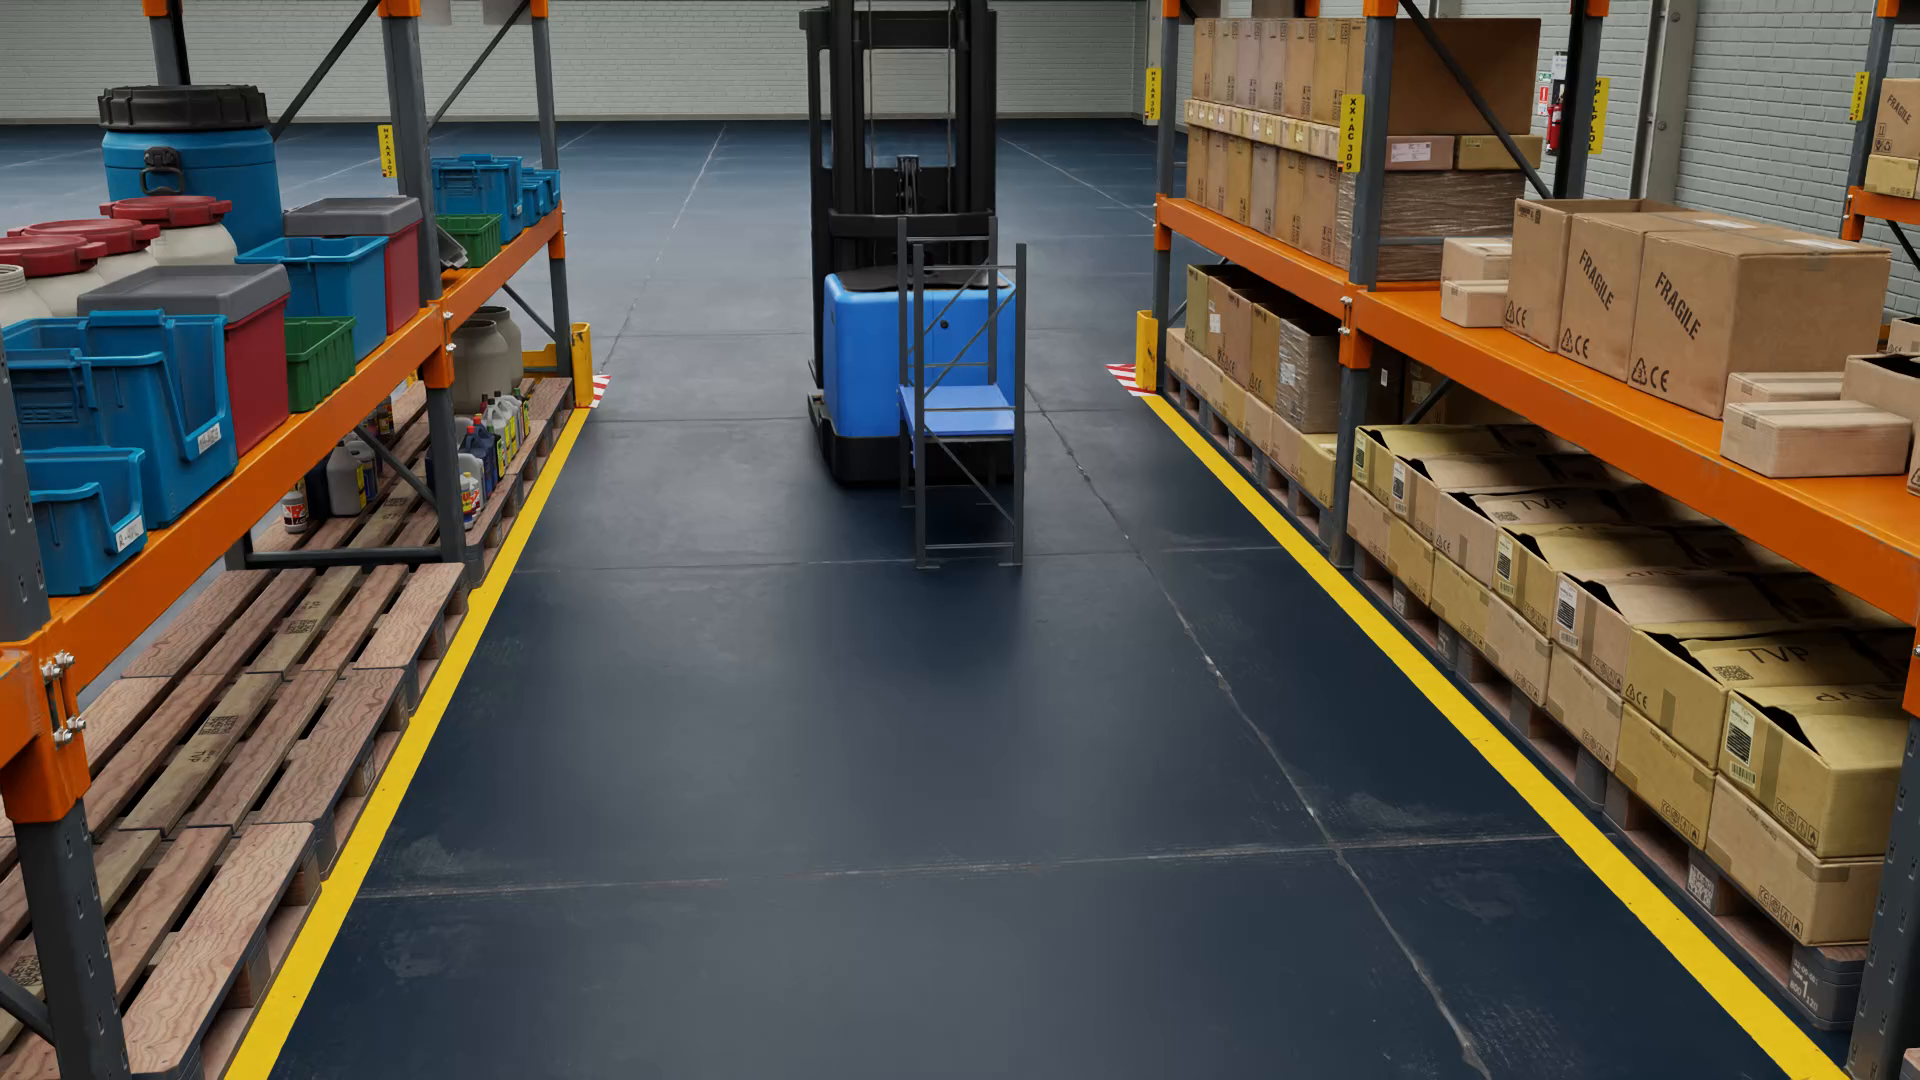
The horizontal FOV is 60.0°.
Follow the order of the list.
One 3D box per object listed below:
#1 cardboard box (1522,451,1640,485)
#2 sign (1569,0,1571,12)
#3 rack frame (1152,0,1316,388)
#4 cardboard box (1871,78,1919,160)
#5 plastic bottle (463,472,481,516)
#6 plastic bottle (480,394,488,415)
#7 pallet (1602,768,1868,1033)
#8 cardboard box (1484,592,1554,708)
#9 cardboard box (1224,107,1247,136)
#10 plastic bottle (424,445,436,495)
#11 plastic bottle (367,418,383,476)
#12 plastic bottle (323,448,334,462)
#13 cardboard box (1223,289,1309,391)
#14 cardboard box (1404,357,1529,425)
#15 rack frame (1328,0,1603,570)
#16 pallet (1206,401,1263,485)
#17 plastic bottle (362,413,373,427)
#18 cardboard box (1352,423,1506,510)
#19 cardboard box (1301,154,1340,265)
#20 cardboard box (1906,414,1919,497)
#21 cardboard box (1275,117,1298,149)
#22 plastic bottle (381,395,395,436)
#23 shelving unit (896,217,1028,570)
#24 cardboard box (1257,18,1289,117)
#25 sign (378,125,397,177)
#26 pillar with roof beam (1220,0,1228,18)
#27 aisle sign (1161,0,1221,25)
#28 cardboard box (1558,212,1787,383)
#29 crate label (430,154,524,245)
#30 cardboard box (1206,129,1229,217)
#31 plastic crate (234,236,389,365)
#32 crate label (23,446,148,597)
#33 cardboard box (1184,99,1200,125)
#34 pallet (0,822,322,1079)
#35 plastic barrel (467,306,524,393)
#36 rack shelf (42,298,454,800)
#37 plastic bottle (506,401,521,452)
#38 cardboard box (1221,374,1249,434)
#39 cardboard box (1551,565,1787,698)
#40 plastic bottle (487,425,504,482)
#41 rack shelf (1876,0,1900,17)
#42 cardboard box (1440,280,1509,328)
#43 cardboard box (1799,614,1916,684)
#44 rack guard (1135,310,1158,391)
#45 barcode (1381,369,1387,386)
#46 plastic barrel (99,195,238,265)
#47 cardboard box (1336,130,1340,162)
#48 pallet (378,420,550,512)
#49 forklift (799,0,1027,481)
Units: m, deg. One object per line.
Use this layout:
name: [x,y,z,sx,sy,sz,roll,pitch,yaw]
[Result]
cardboard box: [2.629,-0.213,6.802,0.500,0.311,0.500,-1,17,-4]
sign: [6.951,-6.124,18.807,0.001,0.298,0.199,-2,18,-6]
rack frame: [1.829,-2.516,11.182,1.000,3.000,0.127,-2,18,-6]
cardboard box: [6.506,-2.814,11.098,0.500,0.500,0.500,-2,18,-6]
plastic bottle: [-2.303,-0.216,7.794,0.097,0.201,0.097,0,17,0]
plastic bottle: [-2.580,-0.665,9.086,0.061,0.283,0.133,-2,18,-6]
pallet: [2.608,0.952,4.793,1.003,0.211,1.213,-2,18,-6]
cardboard box: [2.196,0.374,5.869,0.500,0.250,0.500,-1,17,-5]
cardboard box: [1.764,-2.442,9.697,0.380,0.149,0.250,-2,18,-7]
plastic bottle: [-2.499,-0.367,8.026,0.144,0.351,0.185,-2,18,-6]
plastic bottle: [-2.999,-0.474,8.480,0.061,0.283,0.133,-2,18,-6]
plastic bottle: [-3.058,-0.358,7.998,0.144,0.351,0.185,-3,18,-8]
cardboard box: [1.815,-1.148,9.464,0.500,0.500,0.500,-2,18,-6]
cardboard box: [2.505,-0.718,8.094,0.500,0.500,0.500,-2,18,-6]
rack frame: [2.242,-1.324,7.386,1.000,3.000,0.127,-2,18,-6]
pallet: [2.072,-0.596,9.723,1.003,0.211,1.213,-2,18,-6]
plastic bottle: [-3.175,-0.590,8.869,0.097,0.271,0.097,0,17,0]
cardboard box: [2.037,-0.349,7.234,0.500,0.311,0.500,-2,18,-5]
cardboard box: [2.129,-1.661,8.291,0.700,0.500,0.500,-2,18,-6]
cardboard box: [2.660,-0.199,3.953,0.500,0.311,0.500,-1,17,-2]
cardboard box: [1.871,-2.134,8.716,0.380,0.149,0.250,-1,17,-4]
plastic bottle: [-3.221,-0.722,9.290,0.097,0.271,0.097,0,17,0]
shelving unit: [-0.009,-0.741,8.033,0.538,1.500,1.048,-2,18,-6]
cardboard box: [2.034,-2.571,9.026,0.700,0.500,0.500,-2,18,-6]
sign: [-3.646,-2.480,10.607,0.100,0.325,0.005,-2,18,-6]
pillar with roof beam: [0.931,-12.368,32.548,9.100,9.000,0.400,-2,18,-6]
aisle sign: [1.518,-3.766,10.825,0.394,0.787,0.004,-2,18,-6]
cardboard box: [2.411,-0.836,5.665,0.500,0.500,0.500,-2,18,-6]
crate label: [-2.639,-1.841,8.973,0.502,0.435,0.616,-2,18,-6]
cardboard box: [1.924,-2.267,10.225,0.700,0.500,0.500,-1,17,-4]
plastic crate: [-2.262,-0.845,5.888,0.392,0.384,0.575,-2,18,-6]
crate label: [-1.944,-0.037,3.568,0.303,0.233,0.416,-2,18,-6]
cardboard box: [1.656,-2.749,10.676,0.380,0.149,0.250,-2,18,-6]
pallet: [-2.314,1.118,4.263,1.003,0.211,1.213,-2,18,-6]
plastic barrel: [-2.954,-1.183,10.391,0.421,0.512,0.421,0,17,0]
rack shelf: [-2.479,-0.233,5.112,1.077,0.370,4.000,-2,18,-6]
plastic bottle: [-2.460,-0.623,8.967,0.152,0.276,0.135,-2,18,-7]
cardboard box: [1.816,-0.790,9.577,0.500,0.250,0.500,-2,18,-6]
cardboard box: [2.246,0.258,5.300,0.500,0.311,0.500,-2,18,-6]
plastic bottle: [-2.351,-0.446,8.390,0.061,0.283,0.133,-1,17,-3]
rack shelf: [6.962,-3.162,9.434,1.077,0.370,4.000,-2,18,-6]
cardboard box: [2.130,-0.934,6.563,0.380,0.149,0.250,-2,18,-6]
cardboard box: [2.830,0.390,4.879,0.500,0.311,0.500,-2,18,-7]
rack guard: [1.827,-1.330,11.579,1.175,0.500,0.348,-2,18,-6]
barcode: [1.854,-0.710,7.268,0.001,0.075,0.075,-2,18,-6]
plastic barrel: [-2.805,-0.945,5.952,0.433,0.535,0.433,0,17,0]
cardboard box: [1.977,-1.829,7.746,0.380,0.149,0.250,-2,18,-7]
pallet: [-2.842,-0.407,9.122,1.003,0.211,1.213,-2,18,-6]
forklift: [-0.370,-2.115,10.020,1.130,2.935,3.031,-3,18,-8]
